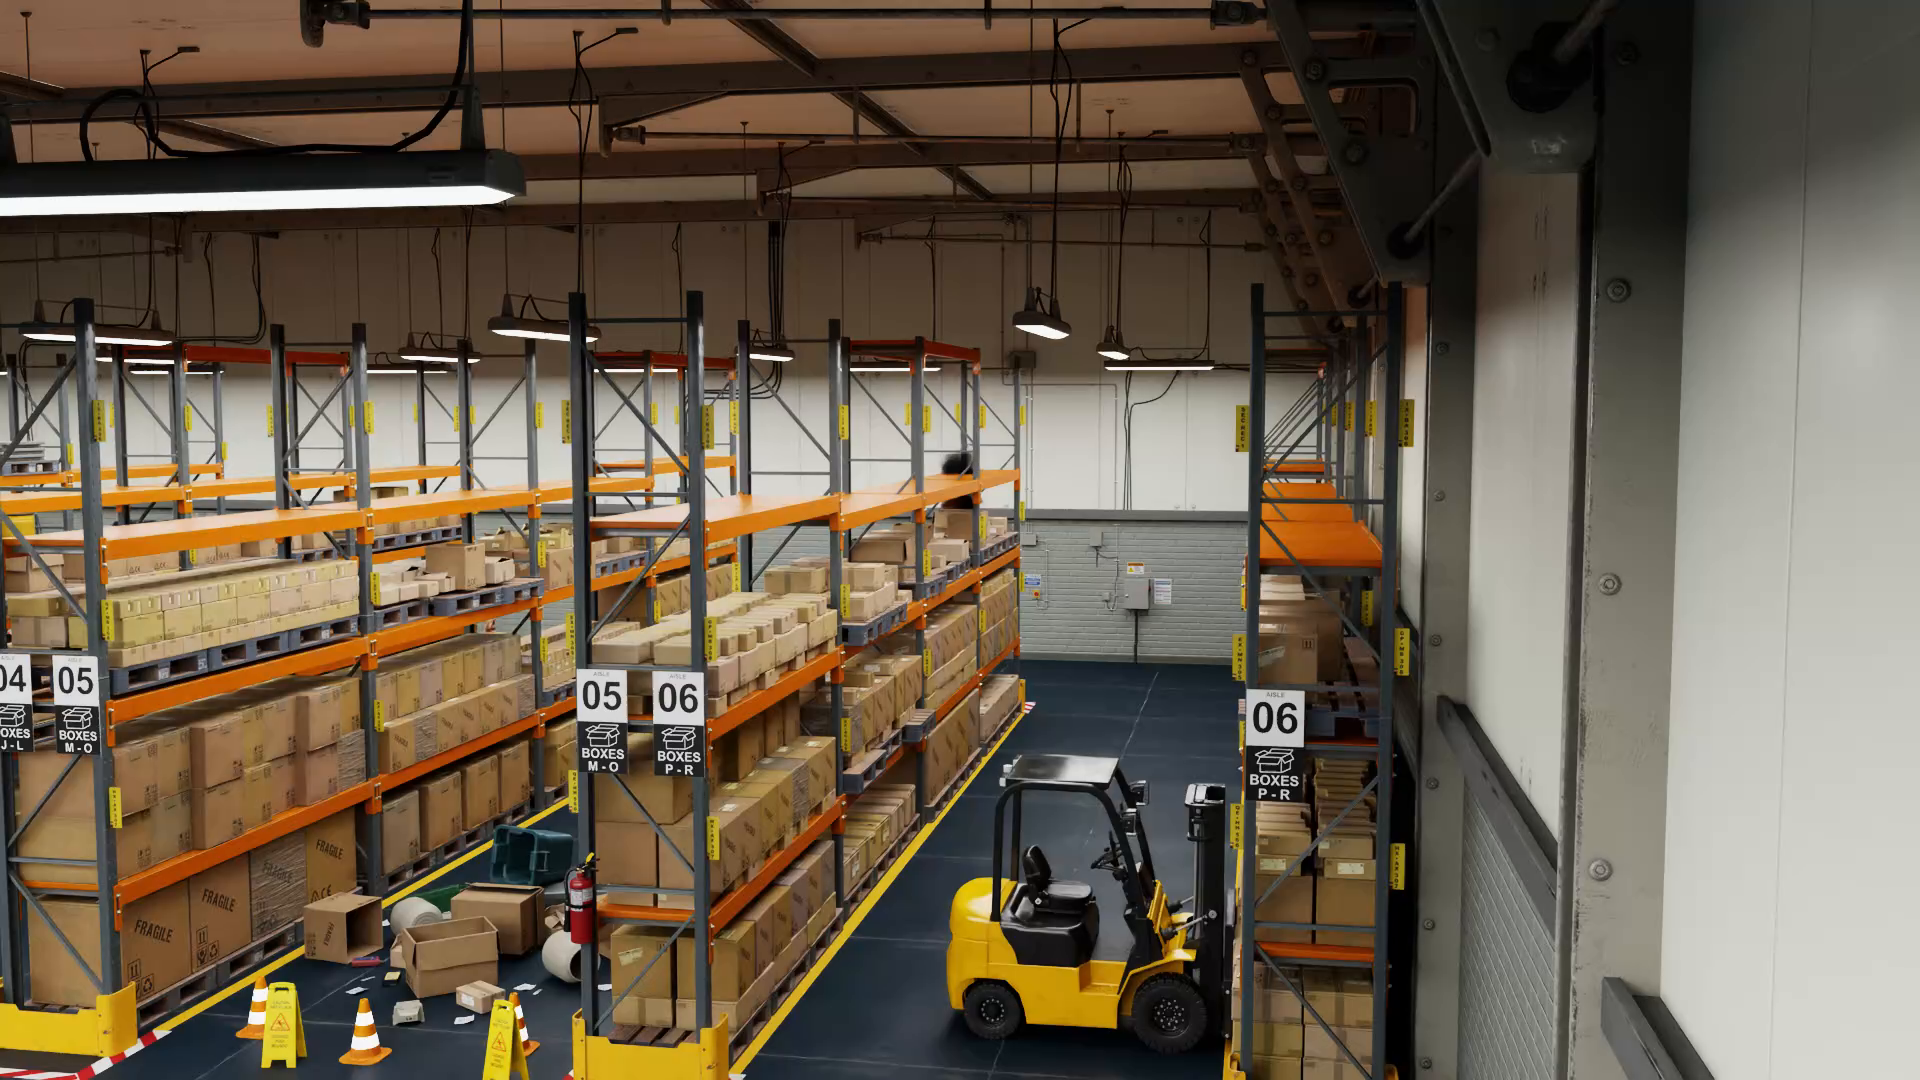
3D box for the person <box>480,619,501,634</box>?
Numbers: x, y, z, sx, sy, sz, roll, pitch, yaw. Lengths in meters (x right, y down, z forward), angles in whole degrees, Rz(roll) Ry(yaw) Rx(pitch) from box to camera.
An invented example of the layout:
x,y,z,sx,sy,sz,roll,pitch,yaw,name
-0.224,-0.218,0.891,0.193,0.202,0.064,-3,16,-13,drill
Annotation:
x,y,z,sx,sy,sz,roll,pitch,yaw,name
-7.891,2.105,27.991,0.585,1.668,0.816,1,5,7,person
